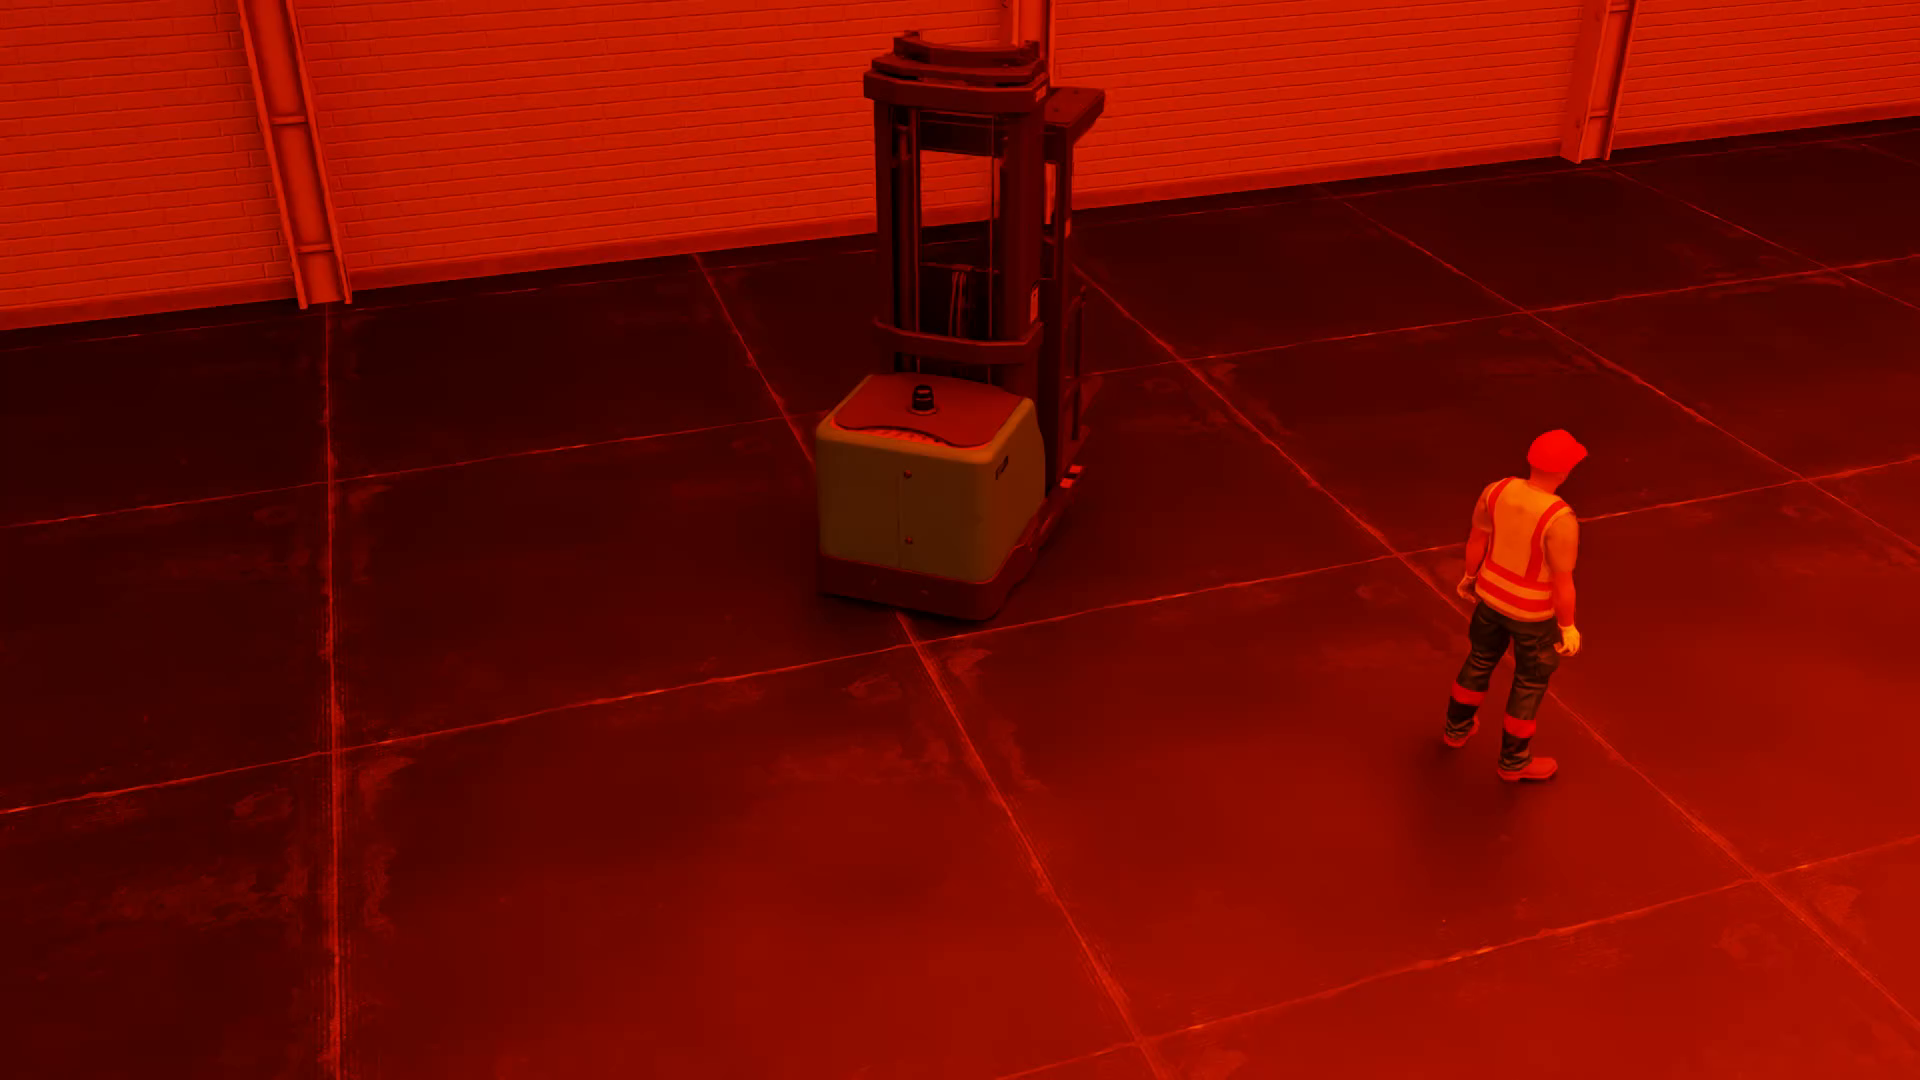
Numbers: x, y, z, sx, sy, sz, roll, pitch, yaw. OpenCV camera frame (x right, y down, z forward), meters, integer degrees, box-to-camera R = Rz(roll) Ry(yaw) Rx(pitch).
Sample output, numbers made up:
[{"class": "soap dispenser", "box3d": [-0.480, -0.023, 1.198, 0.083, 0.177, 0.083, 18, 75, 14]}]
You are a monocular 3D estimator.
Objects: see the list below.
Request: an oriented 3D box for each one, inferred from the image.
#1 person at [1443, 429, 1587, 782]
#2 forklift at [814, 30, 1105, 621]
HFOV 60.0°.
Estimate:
[{"class": "person", "box3d": [2.621, 0.296, 7.726, 0.348, 1.788, 0.650, -19, 35, -29]}, {"class": "forklift", "box3d": [0.171, -1.549, 9.780, 1.130, 2.935, 3.031, 10, 31, 17]}]
